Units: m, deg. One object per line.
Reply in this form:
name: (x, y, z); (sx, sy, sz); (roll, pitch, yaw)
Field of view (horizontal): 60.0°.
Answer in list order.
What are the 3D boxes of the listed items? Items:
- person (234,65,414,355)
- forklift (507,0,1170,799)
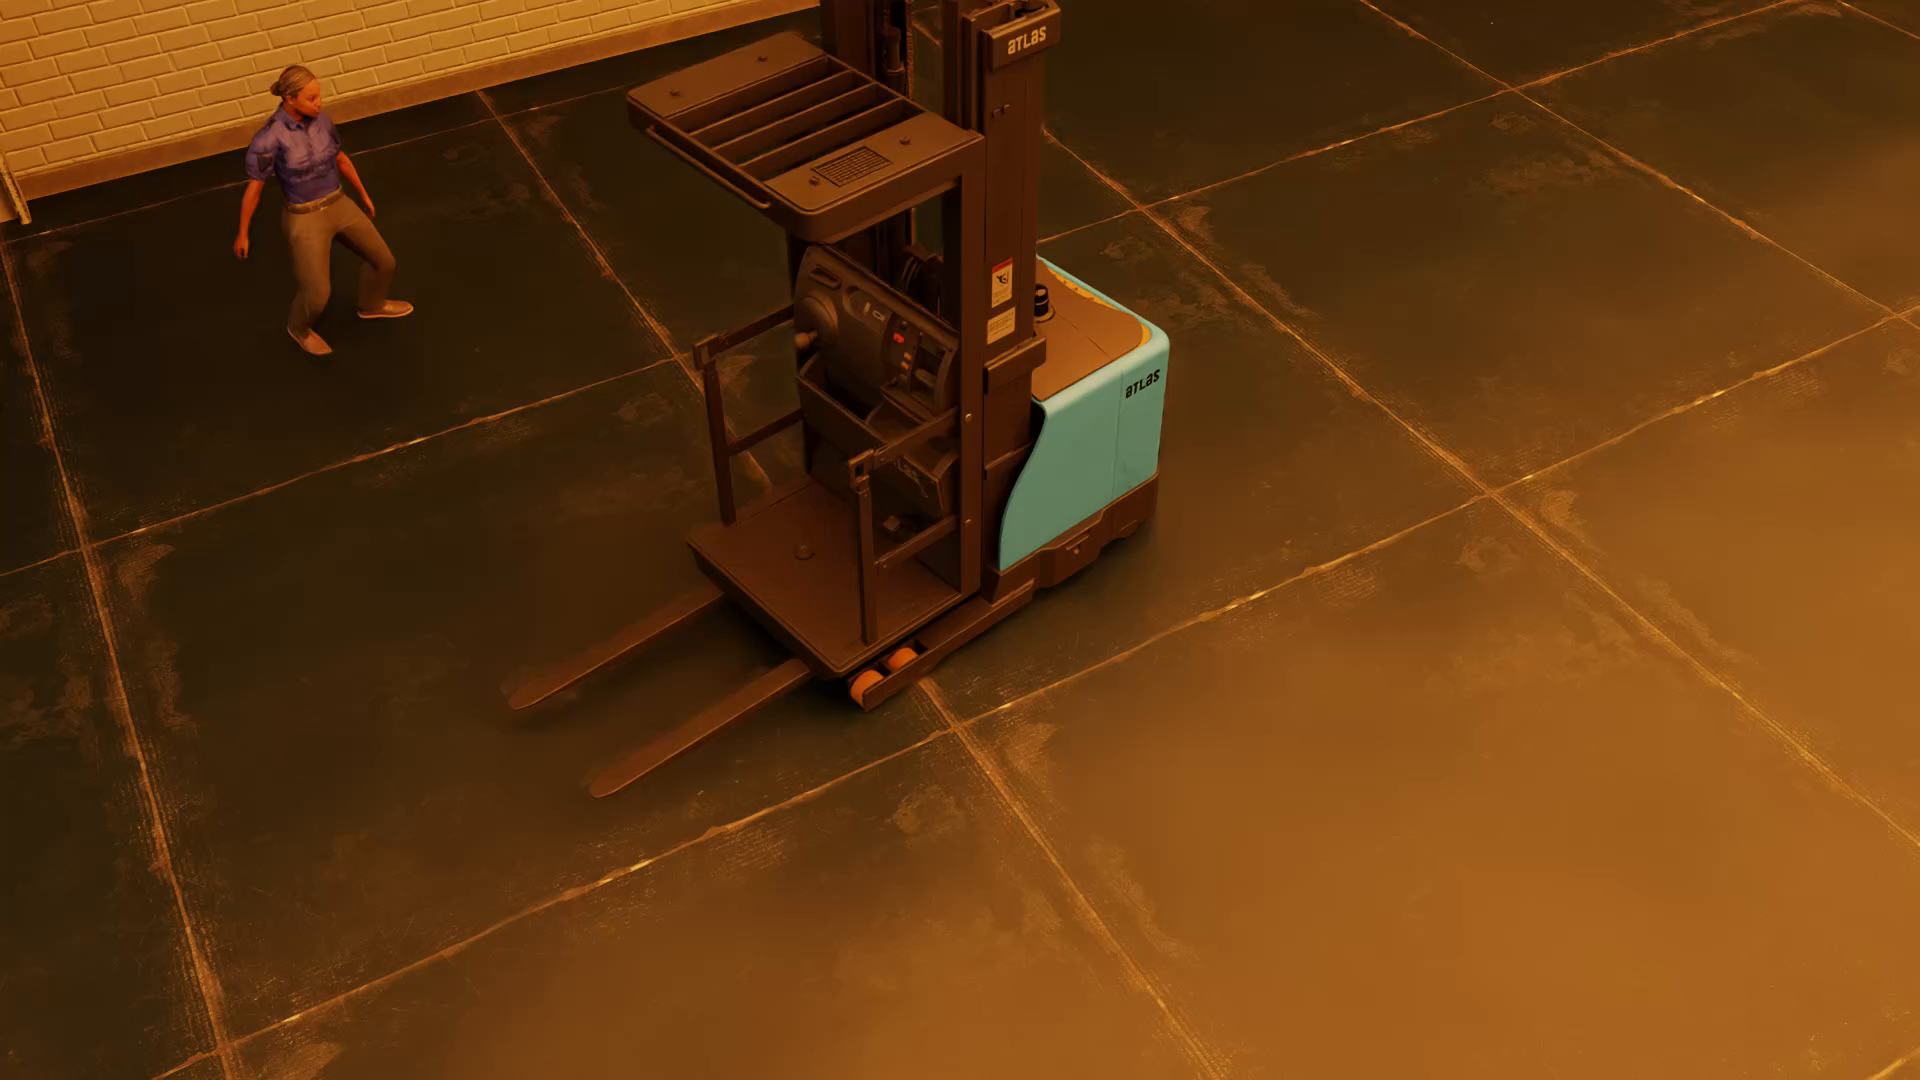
person: (-3.346, -1.666, 8.508); (0.470, 1.606, 0.817); (27, 49, 26)
forklift: (-0.504, -0.761, 6.518); (3.031, 2.935, 1.130); (-31, 51, -29)
